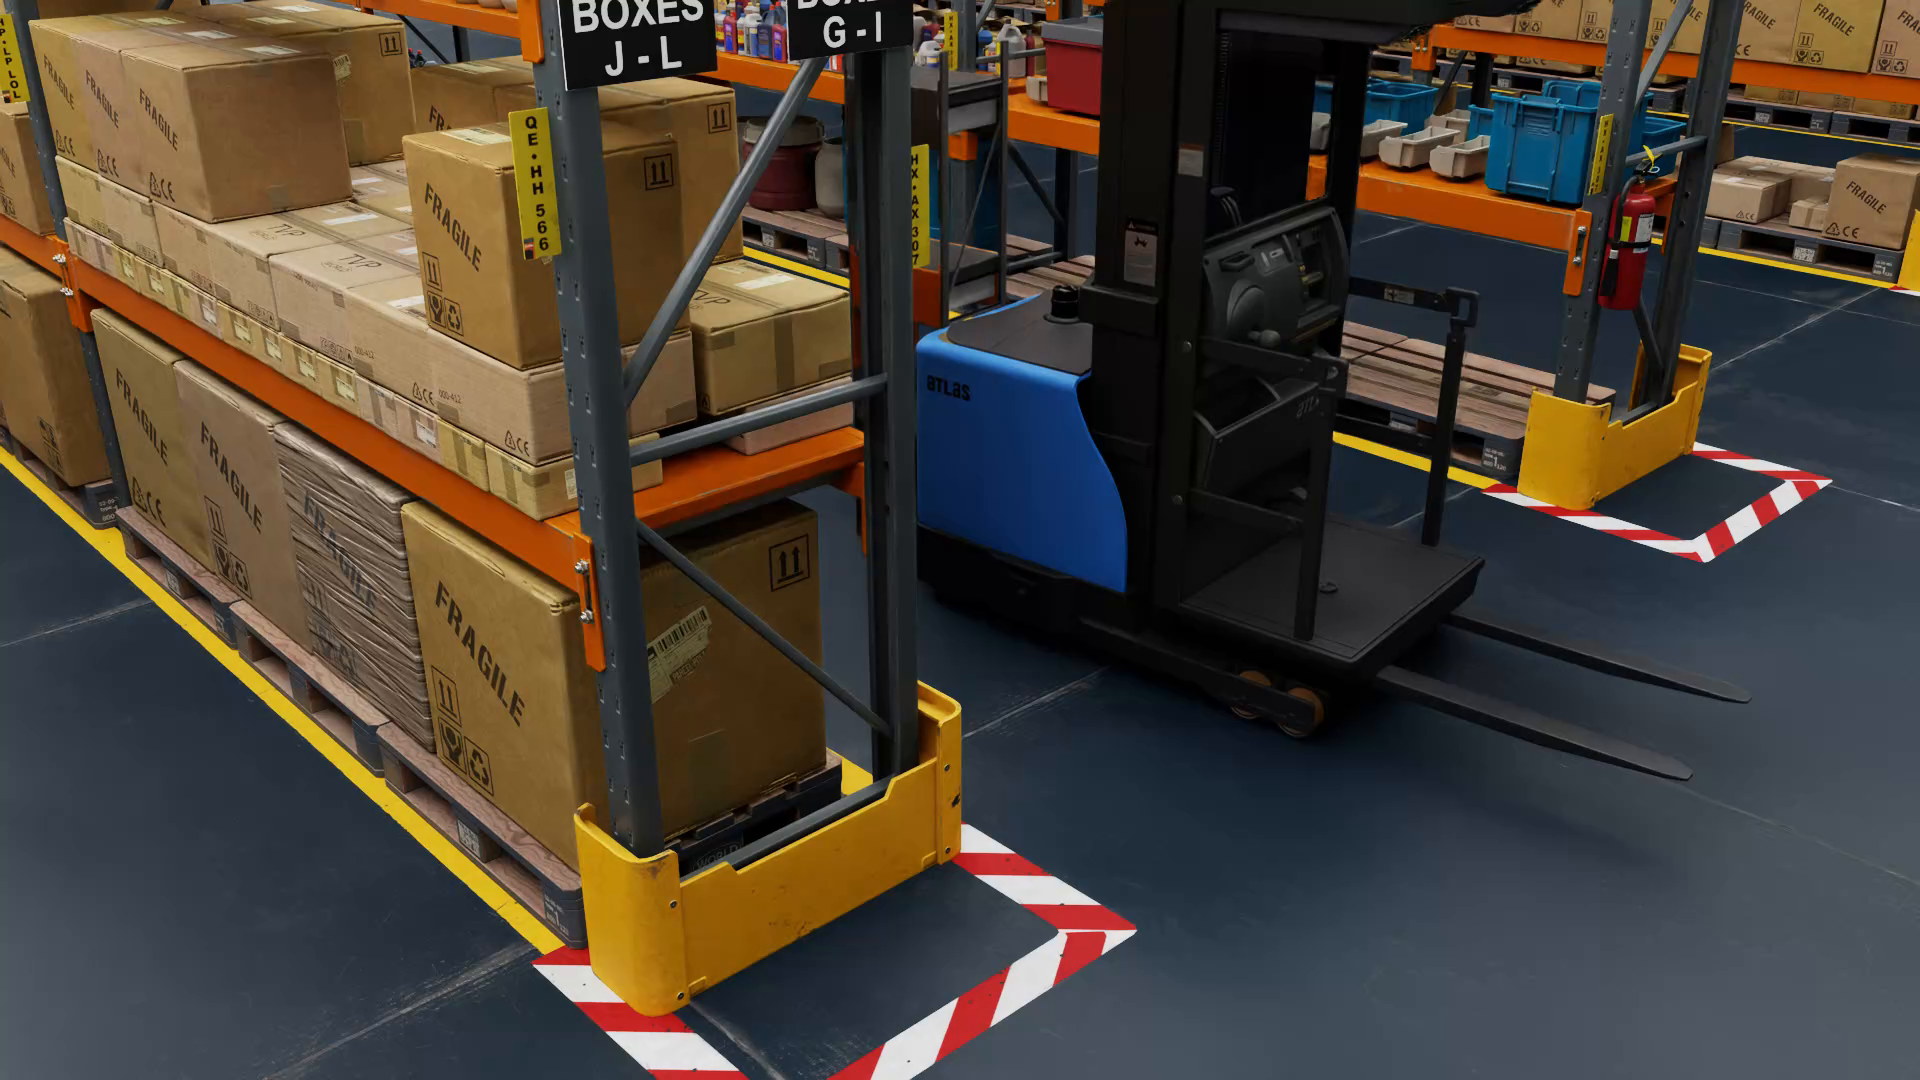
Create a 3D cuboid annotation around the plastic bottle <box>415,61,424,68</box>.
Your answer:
[{"bbox_3d":[-5.332,-4.587,16.434,0.061,0.283,0.133,-21,32,-38],"label":"plastic bottle"}]

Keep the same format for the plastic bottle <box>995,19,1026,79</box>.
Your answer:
[{"bbox_3d":[0.320,-3.107,10.505,0.144,0.351,0.185,-21,32,-38],"label":"plastic bottle"}]

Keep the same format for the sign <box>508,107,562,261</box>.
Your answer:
[{"bbox_3d":[-0.935,-0.786,3.679,0.100,0.325,0.005,-21,32,-38],"label":"sign"}]

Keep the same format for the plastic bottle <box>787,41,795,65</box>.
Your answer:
[{"bbox_3d":[-1.098,-3.257,11.016,0.097,0.201,0.097,0,25,0],"label":"plastic bottle"}]

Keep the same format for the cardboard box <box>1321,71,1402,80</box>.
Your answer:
[{"bbox_3d":[3.445,-3.759,14.358,0.500,0.500,0.500,-21,32,-38],"label":"cardboard box"}]

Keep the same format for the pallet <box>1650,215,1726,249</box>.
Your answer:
[{"bbox_3d":[5.277,-2.475,12.422,1.003,0.211,1.213,-21,32,-38],"label":"pallet"}]

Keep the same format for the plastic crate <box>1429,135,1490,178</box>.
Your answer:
[{"bbox_3d":[2.396,-1.809,7.848,0.396,0.136,0.243,-21,32,-38],"label":"plastic crate"}]

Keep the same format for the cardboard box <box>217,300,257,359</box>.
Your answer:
[{"bbox_3d":[-2.238,-0.743,5.568,0.380,0.149,0.250,-22,33,-40],"label":"cardboard box"}]

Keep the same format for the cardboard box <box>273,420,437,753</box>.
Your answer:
[{"bbox_3d":[-1.647,0.027,5.630,0.875,0.875,0.875,-21,32,-38],"label":"cardboard box"}]

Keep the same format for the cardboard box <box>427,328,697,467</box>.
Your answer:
[{"bbox_3d":[-1.055,-0.440,4.423,0.500,0.250,0.500,-22,32,-39],"label":"cardboard box"}]

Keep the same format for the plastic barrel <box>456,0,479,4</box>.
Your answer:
[{"bbox_3d":[-4.121,-4.829,14.059,0.433,0.535,0.433,0,25,0],"label":"plastic barrel"}]

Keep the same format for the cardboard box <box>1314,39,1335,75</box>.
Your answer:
[{"bbox_3d":[3.134,-4.245,14.519,0.500,0.250,0.500,-21,32,-38],"label":"cardboard box"}]

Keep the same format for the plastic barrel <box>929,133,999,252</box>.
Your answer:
[{"bbox_3d":[-0.008,-2.324,10.753,0.600,0.901,0.708,-21,32,-38],"label":"plastic barrel"}]

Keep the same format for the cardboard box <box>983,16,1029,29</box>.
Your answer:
[{"bbox_3d":[0.380,-5.283,17.348,0.500,0.311,0.500,-22,33,-40],"label":"cardboard box"}]

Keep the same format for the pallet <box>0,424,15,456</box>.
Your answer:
[{"bbox_3d":[-4.684,-0.827,8.808,1.003,0.211,1.213,-21,32,-38],"label":"pallet"}]

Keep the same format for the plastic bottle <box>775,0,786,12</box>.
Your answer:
[{"bbox_3d":[-1.305,-3.842,12.213,0.097,0.271,0.097,0,25,0],"label":"plastic bottle"}]

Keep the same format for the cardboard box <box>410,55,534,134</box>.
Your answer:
[{"bbox_3d":[-1.361,-1.238,5.269,0.500,0.500,0.500,-22,33,-40],"label":"cardboard box"}]

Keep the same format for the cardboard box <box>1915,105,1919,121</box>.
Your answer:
[{"bbox_3d":[9.080,-4.058,15.037,0.500,0.500,0.700,23,33,40],"label":"cardboard box"}]

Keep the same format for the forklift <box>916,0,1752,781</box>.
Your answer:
[{"bbox_3d":[1.273,-0.900,5.691,3.031,2.935,1.130,19,31,35],"label":"forklift"}]

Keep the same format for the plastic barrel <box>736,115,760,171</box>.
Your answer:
[{"bbox_3d":[-1.584,-2.900,12.485,0.421,0.512,0.421,0,25,0],"label":"plastic barrel"}]

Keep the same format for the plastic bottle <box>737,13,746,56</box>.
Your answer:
[{"bbox_3d":[-1.474,-3.456,11.367,0.097,0.271,0.097,0,25,0],"label":"plastic bottle"}]

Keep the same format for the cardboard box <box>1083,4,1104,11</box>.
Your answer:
[{"bbox_3d":[1.728,-7.217,22.340,0.250,0.166,0.380,19,31,35],"label":"cardboard box"}]

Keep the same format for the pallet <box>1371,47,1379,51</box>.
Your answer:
[{"bbox_3d":[4.317,-5.909,19.949,1.003,0.211,1.213,-21,32,-38],"label":"pallet"}]

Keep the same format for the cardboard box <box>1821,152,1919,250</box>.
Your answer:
[{"bbox_3d":[6.153,-2.268,11.090,0.500,0.500,0.500,-21,32,-38],"label":"cardboard box"}]

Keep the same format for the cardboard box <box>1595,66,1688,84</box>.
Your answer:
[{"bbox_3d":[7.044,-5.102,16.903,0.750,0.750,0.750,-21,32,-38],"label":"cardboard box"}]

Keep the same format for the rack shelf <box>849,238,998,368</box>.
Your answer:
[{"bbox_3d":[-0.132,-0.963,6.864,0.480,0.518,0.431,19,31,35],"label":"rack shelf"}]

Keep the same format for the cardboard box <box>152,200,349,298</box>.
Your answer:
[{"bbox_3d":[-2.439,-1.056,5.774,0.500,0.250,0.500,-20,31,-37],"label":"cardboard box"}]

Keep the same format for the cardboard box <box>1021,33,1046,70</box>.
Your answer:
[{"bbox_3d":[0.698,-4.818,16.329,0.500,0.311,0.500,-20,31,-37],"label":"cardboard box"}]

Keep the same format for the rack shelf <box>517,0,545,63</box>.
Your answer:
[{"bbox_3d":[-1.897,-1.945,5.151,1.077,0.370,4.000,-21,32,-38],"label":"rack shelf"}]

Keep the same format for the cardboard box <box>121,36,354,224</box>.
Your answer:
[{"bbox_3d":[-2.433,-1.396,5.615,0.500,0.500,0.500,-22,33,-40],"label":"cardboard box"}]

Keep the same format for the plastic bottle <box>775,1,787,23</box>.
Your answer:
[{"bbox_3d":[-1.249,-3.499,11.366,0.144,0.351,0.185,-21,32,-38],"label":"plastic bottle"}]

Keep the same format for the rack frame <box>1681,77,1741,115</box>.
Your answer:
[{"bbox_3d":[7.584,-5.729,16.193,1.000,3.000,0.127,-21,32,-38],"label":"rack frame"}]

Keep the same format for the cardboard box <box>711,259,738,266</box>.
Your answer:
[{"bbox_3d":[-1.021,-0.746,5.094,0.500,0.250,0.500,-22,32,-39],"label":"cardboard box"}]

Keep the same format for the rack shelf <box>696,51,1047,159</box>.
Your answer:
[{"bbox_3d":[-1.015,-3.197,11.510,1.077,0.370,4.000,-21,32,-38],"label":"rack shelf"}]

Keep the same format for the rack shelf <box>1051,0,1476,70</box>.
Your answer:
[{"bbox_3d":[2.603,-4.601,14.588,1.077,0.370,4.000,-21,32,-38],"label":"rack shelf"}]

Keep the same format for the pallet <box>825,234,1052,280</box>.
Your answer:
[{"bbox_3d":[-0.145,-1.895,11.150,1.003,0.211,1.213,-21,32,-38],"label":"pallet"}]

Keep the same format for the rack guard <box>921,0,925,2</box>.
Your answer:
[{"bbox_3d":[-0.566,-8.204,24.631,1.175,0.500,0.348,-21,32,-38],"label":"rack guard"}]

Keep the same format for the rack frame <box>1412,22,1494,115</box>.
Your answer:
[{"bbox_3d":[3.970,-4.322,13.111,1.000,3.000,0.127,-21,32,-38],"label":"rack frame"}]

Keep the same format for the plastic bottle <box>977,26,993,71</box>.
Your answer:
[{"bbox_3d":[0.163,-3.192,10.787,0.097,0.271,0.097,0,25,0],"label":"plastic bottle"}]

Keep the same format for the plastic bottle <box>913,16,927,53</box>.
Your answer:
[{"bbox_3d":[-0.319,-3.391,11.218,0.152,0.276,0.135,-21,32,-38],"label":"plastic bottle"}]

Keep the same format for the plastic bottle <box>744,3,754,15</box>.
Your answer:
[{"bbox_3d":[-1.571,-3.928,12.486,0.097,0.201,0.097,0,25,0],"label":"plastic bottle"}]

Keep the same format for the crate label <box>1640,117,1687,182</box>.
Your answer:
[{"bbox_3d":[3.157,-1.826,7.767,0.416,0.233,0.303,-21,32,-38],"label":"crate label"}]

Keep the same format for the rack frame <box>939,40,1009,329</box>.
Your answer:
[{"bbox_3d":[0.056,-0.911,6.717,0.015,2.100,0.400,19,31,35],"label":"rack frame"}]

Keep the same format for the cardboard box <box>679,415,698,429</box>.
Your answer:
[{"bbox_3d":[-0.708,-0.466,4.959,0.380,0.149,0.250,-22,32,-39],"label":"cardboard box"}]

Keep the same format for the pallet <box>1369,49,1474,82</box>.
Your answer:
[{"bbox_3d":[5.333,-5.412,18.858,1.003,0.211,1.213,-21,32,-38],"label":"pallet"}]

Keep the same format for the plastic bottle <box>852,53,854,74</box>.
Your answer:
[{"bbox_3d":[-0.642,-3.137,10.573,0.144,0.351,0.185,-21,32,-38],"label":"plastic bottle"}]

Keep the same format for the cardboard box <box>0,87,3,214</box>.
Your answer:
[{"bbox_3d":[-4.116,-1.775,7.406,0.500,0.500,0.500,-20,31,-37],"label":"cardboard box"}]

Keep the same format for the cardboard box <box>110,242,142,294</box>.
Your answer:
[{"bbox_3d":[-2.944,-1.056,6.253,0.380,0.149,0.250,-20,31,-37],"label":"cardboard box"}]

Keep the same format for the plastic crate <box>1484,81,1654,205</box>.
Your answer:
[{"bbox_3d":[2.721,-1.798,7.463,0.616,0.435,0.499,-21,32,-38],"label":"plastic crate"}]

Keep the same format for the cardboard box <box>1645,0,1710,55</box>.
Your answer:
[{"bbox_3d":[5.161,-3.676,11.573,0.500,0.500,0.500,-22,32,-39],"label":"cardboard box"}]

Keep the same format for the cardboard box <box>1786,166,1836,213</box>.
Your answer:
[{"bbox_3d":[6.198,-2.456,11.803,0.500,0.250,0.500,-21,32,-38],"label":"cardboard box"}]

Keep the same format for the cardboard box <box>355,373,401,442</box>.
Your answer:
[{"bbox_3d":[-1.534,-0.432,4.886,0.380,0.149,0.250,-21,32,-38],"label":"cardboard box"}]

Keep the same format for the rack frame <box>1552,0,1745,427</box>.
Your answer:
[{"bbox_3d":[3.086,-1.706,7.376,1.000,3.000,0.127,-21,32,-38],"label":"rack frame"}]

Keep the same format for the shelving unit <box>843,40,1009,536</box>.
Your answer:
[{"bbox_3d":[-0.132,-0.975,6.858,0.503,2.100,0.431,19,31,35],"label":"shelving unit"}]

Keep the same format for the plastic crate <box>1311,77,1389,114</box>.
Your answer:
[{"bbox_3d":[2.052,-2.316,8.841,0.416,0.233,0.300,-21,32,-38],"label":"plastic crate"}]

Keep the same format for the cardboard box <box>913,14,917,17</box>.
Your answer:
[{"bbox_3d":[-0.704,-5.436,17.683,0.500,0.311,0.500,23,33,40],"label":"cardboard box"}]
